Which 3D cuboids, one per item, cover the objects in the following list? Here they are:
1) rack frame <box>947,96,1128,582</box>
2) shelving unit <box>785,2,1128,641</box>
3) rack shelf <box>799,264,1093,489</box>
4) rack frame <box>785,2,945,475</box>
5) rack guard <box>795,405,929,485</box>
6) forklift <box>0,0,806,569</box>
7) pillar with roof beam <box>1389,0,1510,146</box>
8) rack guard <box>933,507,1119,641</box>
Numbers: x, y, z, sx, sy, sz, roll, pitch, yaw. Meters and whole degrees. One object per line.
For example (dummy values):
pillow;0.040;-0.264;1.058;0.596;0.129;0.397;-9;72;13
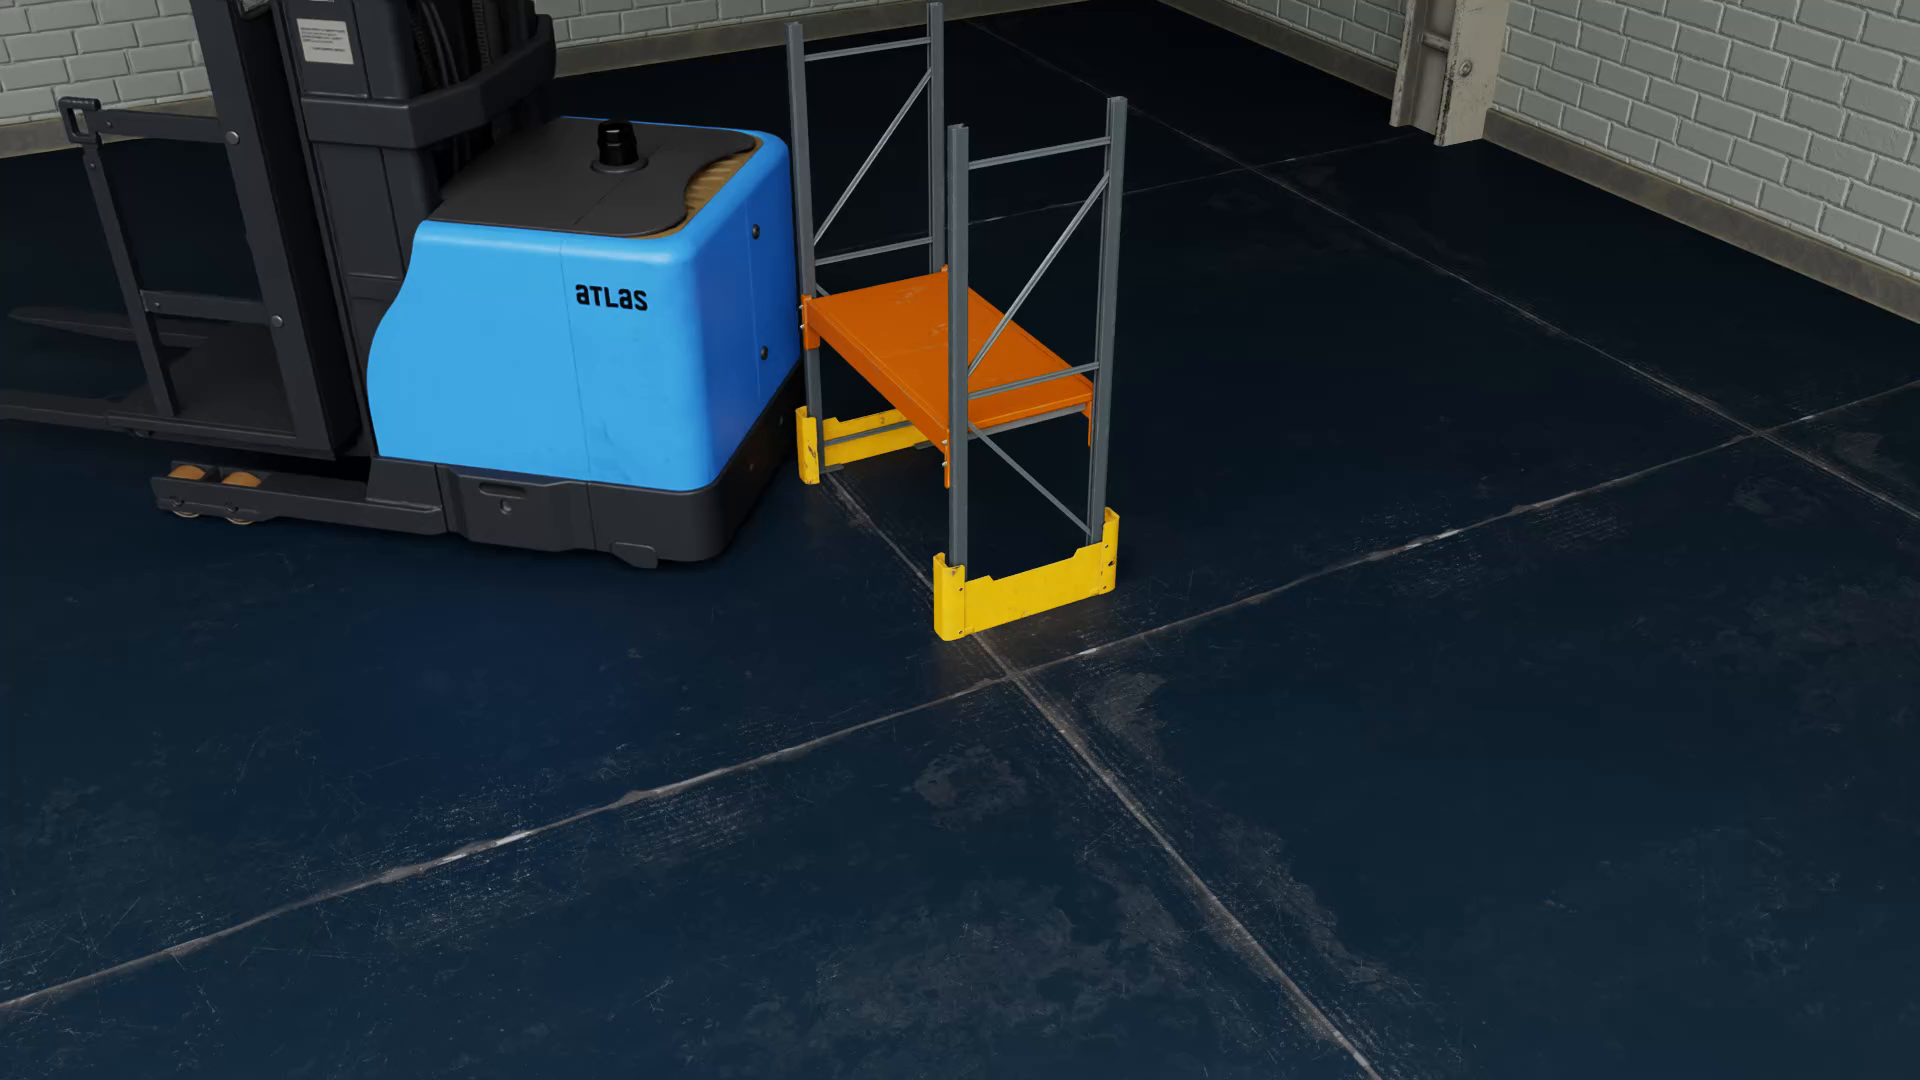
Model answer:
rack frame;0.197;-0.430;4.530;0.500;1.500;0.032;-16;36;-23
shelving unit;-0.036;-0.668;4.902;0.587;1.500;1.083;-16;36;-23
rack shelf;-0.040;-0.521;5.006;0.538;0.185;1.000;-16;36;-23
rack frame;-0.277;-0.915;5.288;0.500;1.500;0.032;-16;36;-23
rack guard;-0.268;-0.379;5.610;0.587;0.250;0.087;-16;36;-23
forklift;-2.100;-1.552;4.955;3.031;2.935;1.130;7;33;11
pillar with roof beam;-1.360;-4.808;4.413;9.100;9.000;0.400;-16;36;-23
rack guard;0.197;0.096;4.868;0.587;0.250;0.087;-16;36;-23
